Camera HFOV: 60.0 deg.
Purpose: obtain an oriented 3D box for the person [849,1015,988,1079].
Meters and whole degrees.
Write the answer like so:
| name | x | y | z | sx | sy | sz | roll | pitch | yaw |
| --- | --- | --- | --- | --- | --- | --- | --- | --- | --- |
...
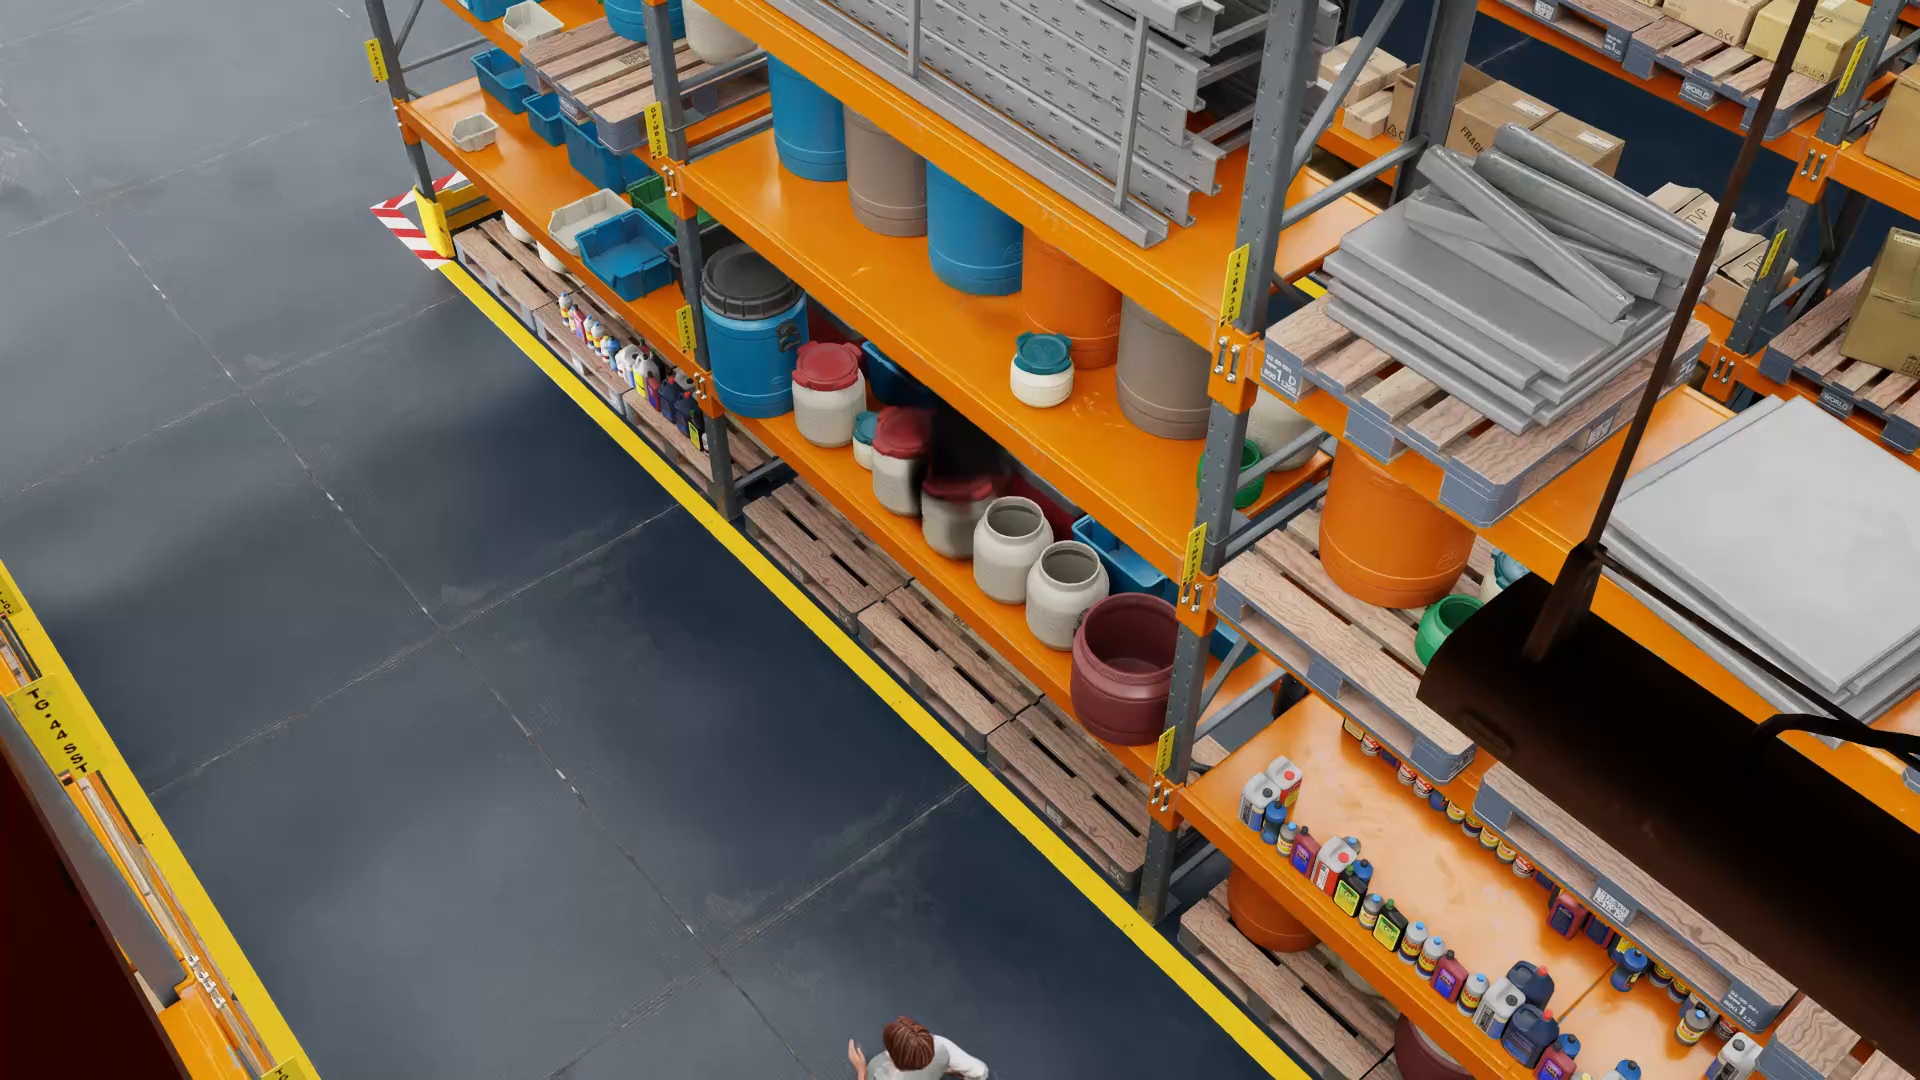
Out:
| name | x | y | z | sx | sy | sz | roll | pitch | yaw |
| --- | --- | --- | --- | --- | --- | --- | --- | --- | --- |
| person | -0.214 | 2.475 | 7.161 | 0.845 | 1.601 | 0.540 | 33 | 55 | 28 |
